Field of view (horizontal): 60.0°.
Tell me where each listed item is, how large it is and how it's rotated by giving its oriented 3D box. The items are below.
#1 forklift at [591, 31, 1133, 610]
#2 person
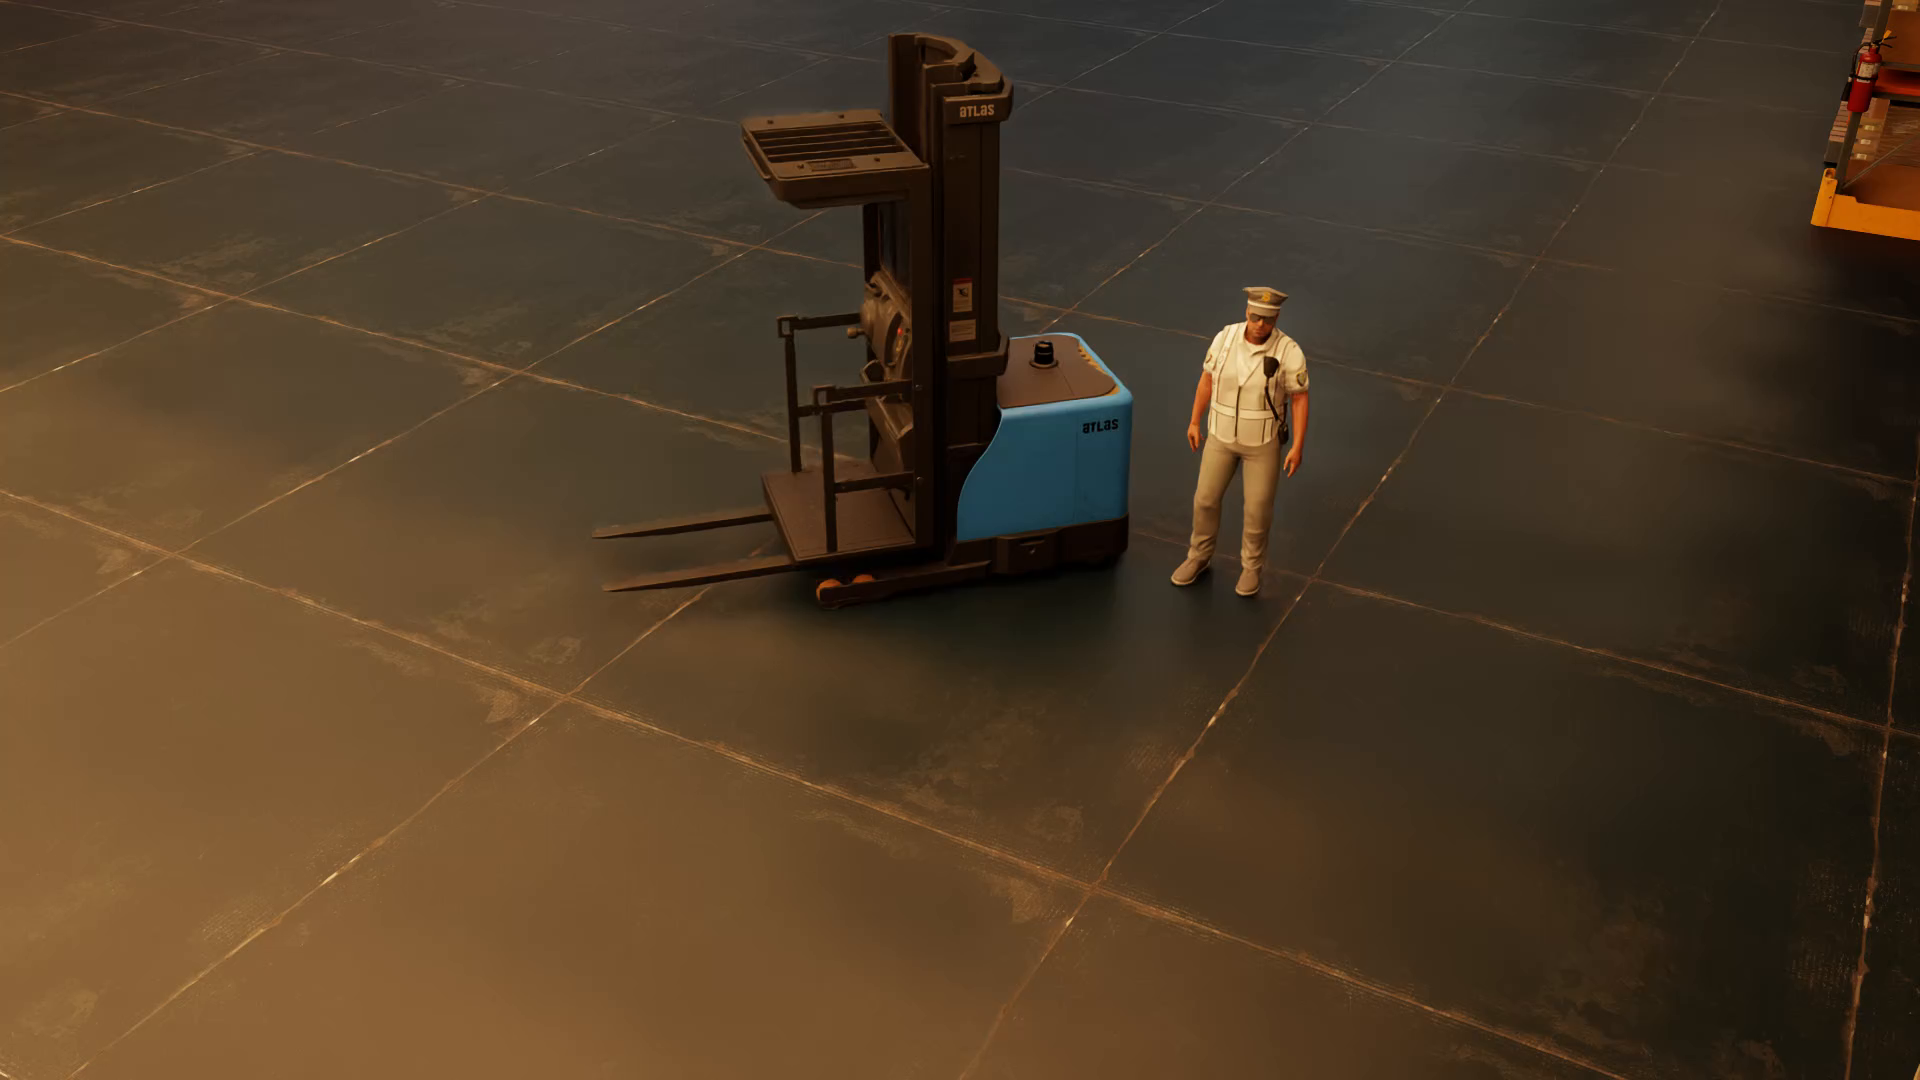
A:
[{"bbox_3d":[-0.592,-1.173,9.103,3.031,2.935,1.130,-8,31,-14],"label":"forklift"},{"bbox_3d":[1.565,-0.556,9.192,0.664,1.773,0.496,13,33,22],"label":"person"}]
